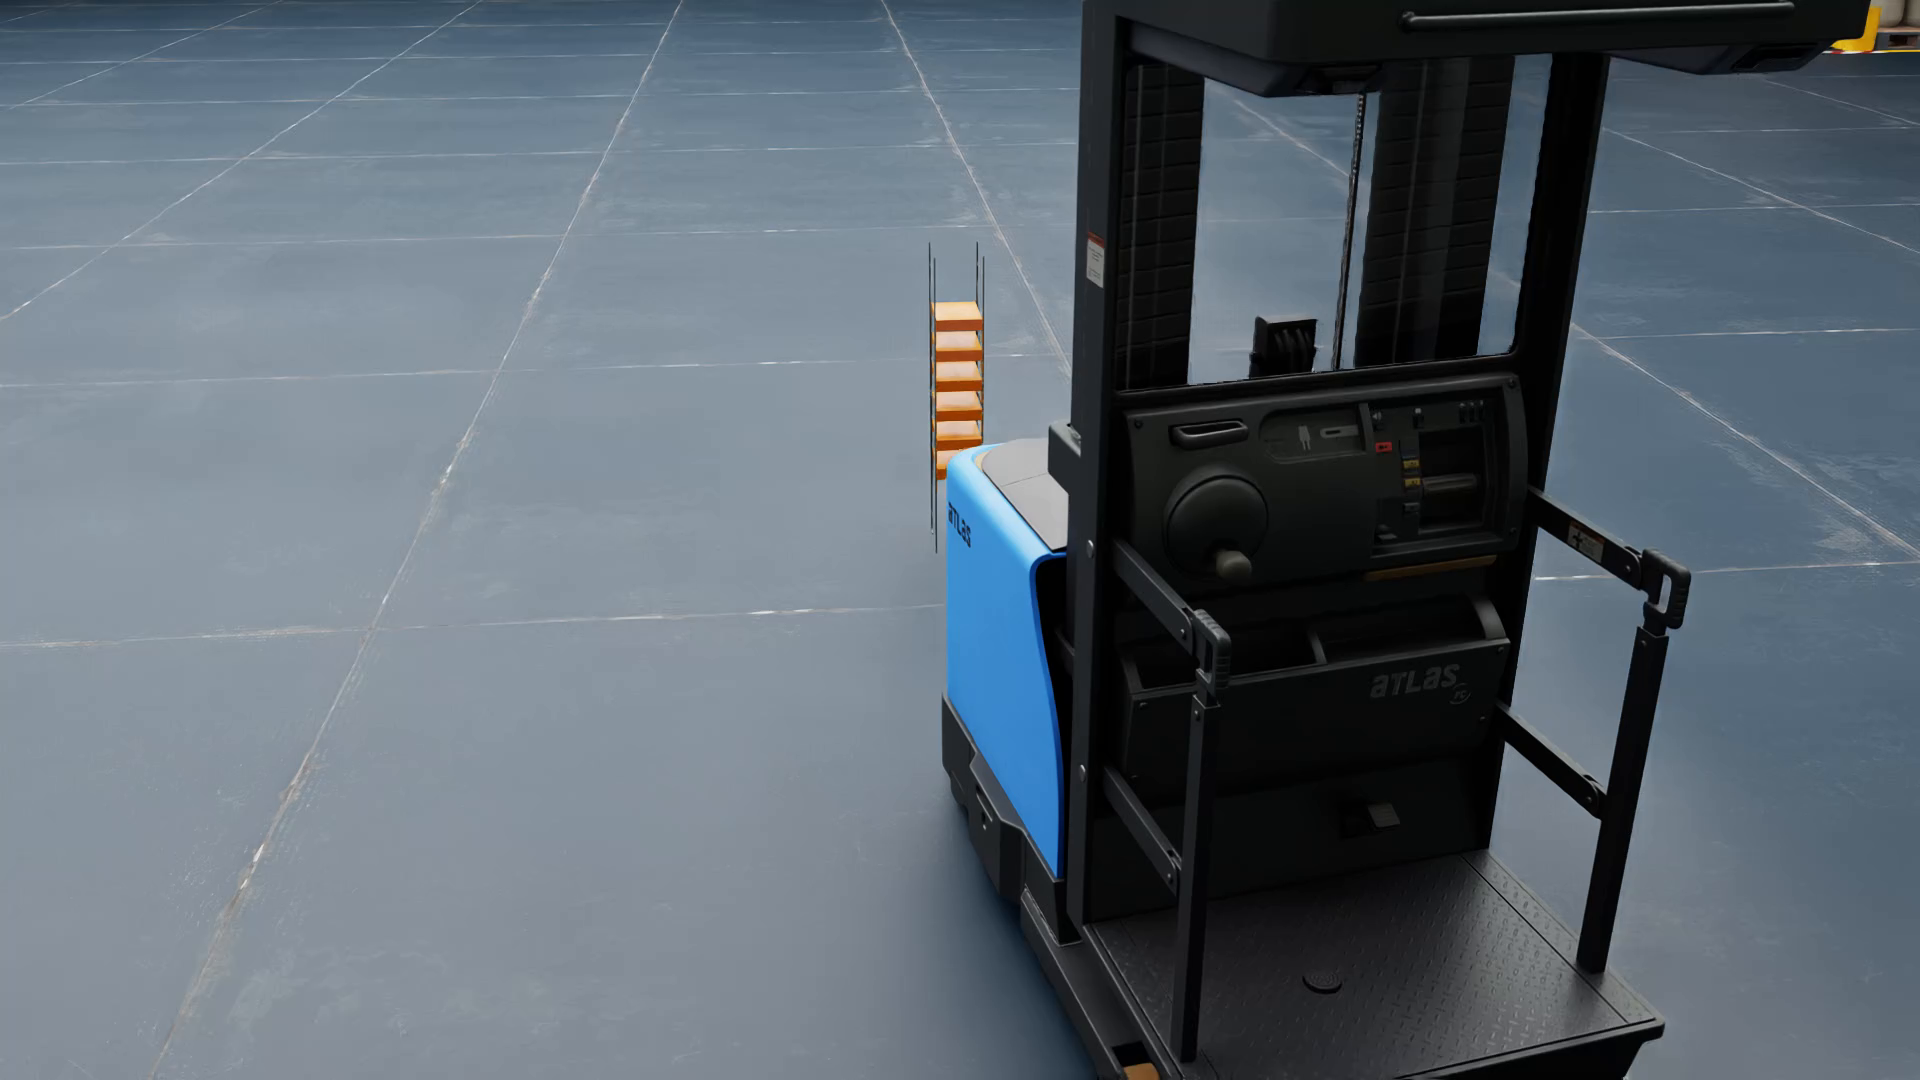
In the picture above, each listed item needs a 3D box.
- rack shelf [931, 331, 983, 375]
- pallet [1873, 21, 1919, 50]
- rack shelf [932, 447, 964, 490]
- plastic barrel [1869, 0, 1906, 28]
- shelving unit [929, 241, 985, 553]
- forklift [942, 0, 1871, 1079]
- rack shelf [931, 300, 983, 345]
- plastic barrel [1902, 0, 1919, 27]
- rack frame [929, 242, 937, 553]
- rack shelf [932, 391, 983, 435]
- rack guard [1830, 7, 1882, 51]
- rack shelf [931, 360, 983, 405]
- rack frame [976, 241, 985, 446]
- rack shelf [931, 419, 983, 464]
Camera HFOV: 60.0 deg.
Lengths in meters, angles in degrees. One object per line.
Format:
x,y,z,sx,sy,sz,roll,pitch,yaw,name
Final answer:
-0.014,-0.726,6.426,0.180,0.103,0.258,-2,24,-5,rack shelf
11.561,-6.222,20.488,1.213,0.211,1.003,-2,24,-5,pallet
-0.014,-0.288,6.621,0.180,0.103,0.258,-2,24,-5,rack shelf
11.328,-6.556,20.352,0.421,0.512,0.421,0,24,0,plastic barrel
-0.014,-0.548,6.505,0.189,1.200,0.258,-2,24,-5,shelving unit
0.859,-0.103,3.372,1.130,2.935,3.031,-7,25,-15,forklift
-0.014,-0.836,6.377,0.180,0.103,0.258,-2,24,-5,rack shelf
11.827,-6.576,20.397,0.421,0.512,0.421,0,24,0,plastic barrel
-0.105,-0.544,6.497,0.006,1.200,0.240,-2,24,-5,rack frame
-0.014,-0.507,6.523,0.180,0.103,0.258,-2,24,-5,rack shelf
10.752,-6.323,20.361,0.348,0.500,1.175,-2,24,-5,rack guard
-0.014,-0.617,6.474,0.180,0.103,0.258,-2,24,-5,rack shelf
0.077,-0.551,6.513,0.006,1.200,0.240,-2,24,-5,rack frame
-0.014,-0.397,6.572,0.180,0.103,0.258,-2,24,-5,rack shelf
